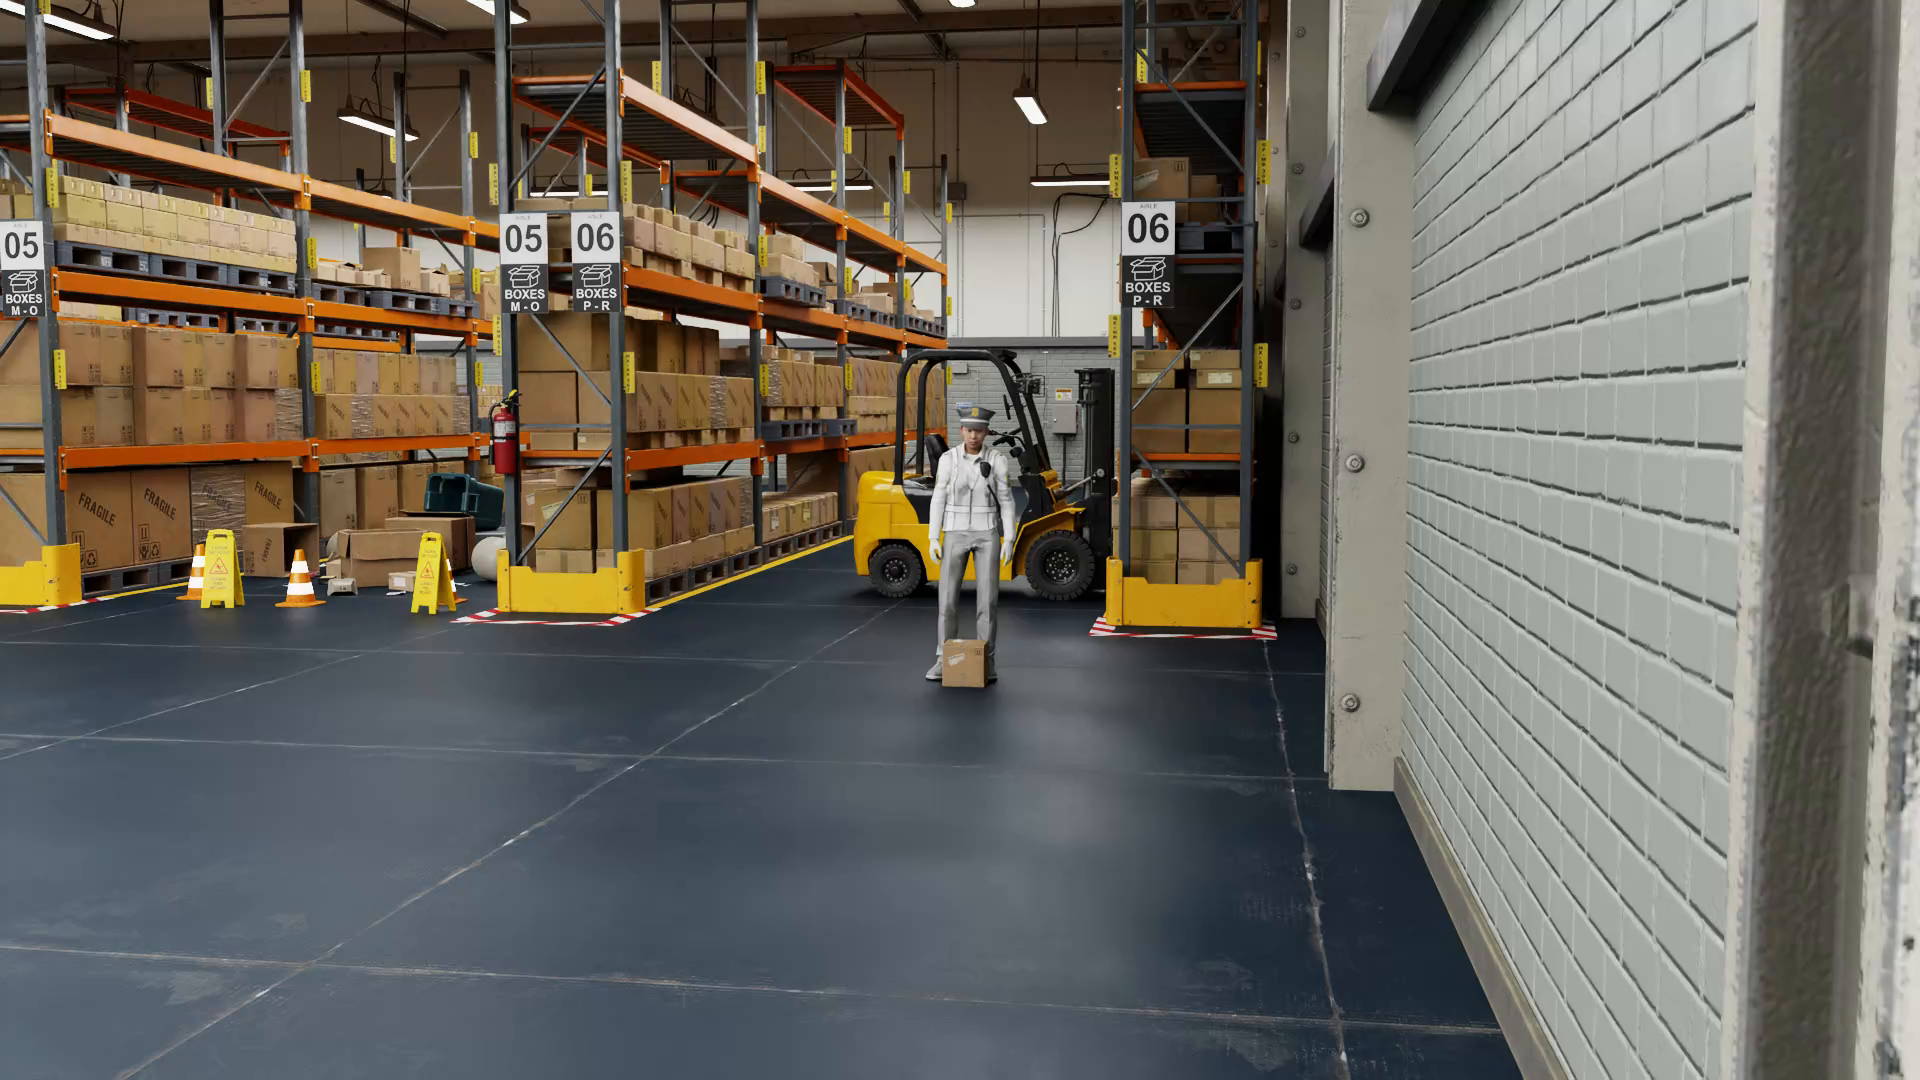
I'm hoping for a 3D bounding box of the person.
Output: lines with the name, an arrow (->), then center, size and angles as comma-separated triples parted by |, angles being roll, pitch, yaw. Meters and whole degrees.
person -> 0.071, 0.016, 10.172 | 0.546, 1.664, 0.375 | 0, 5, 5
